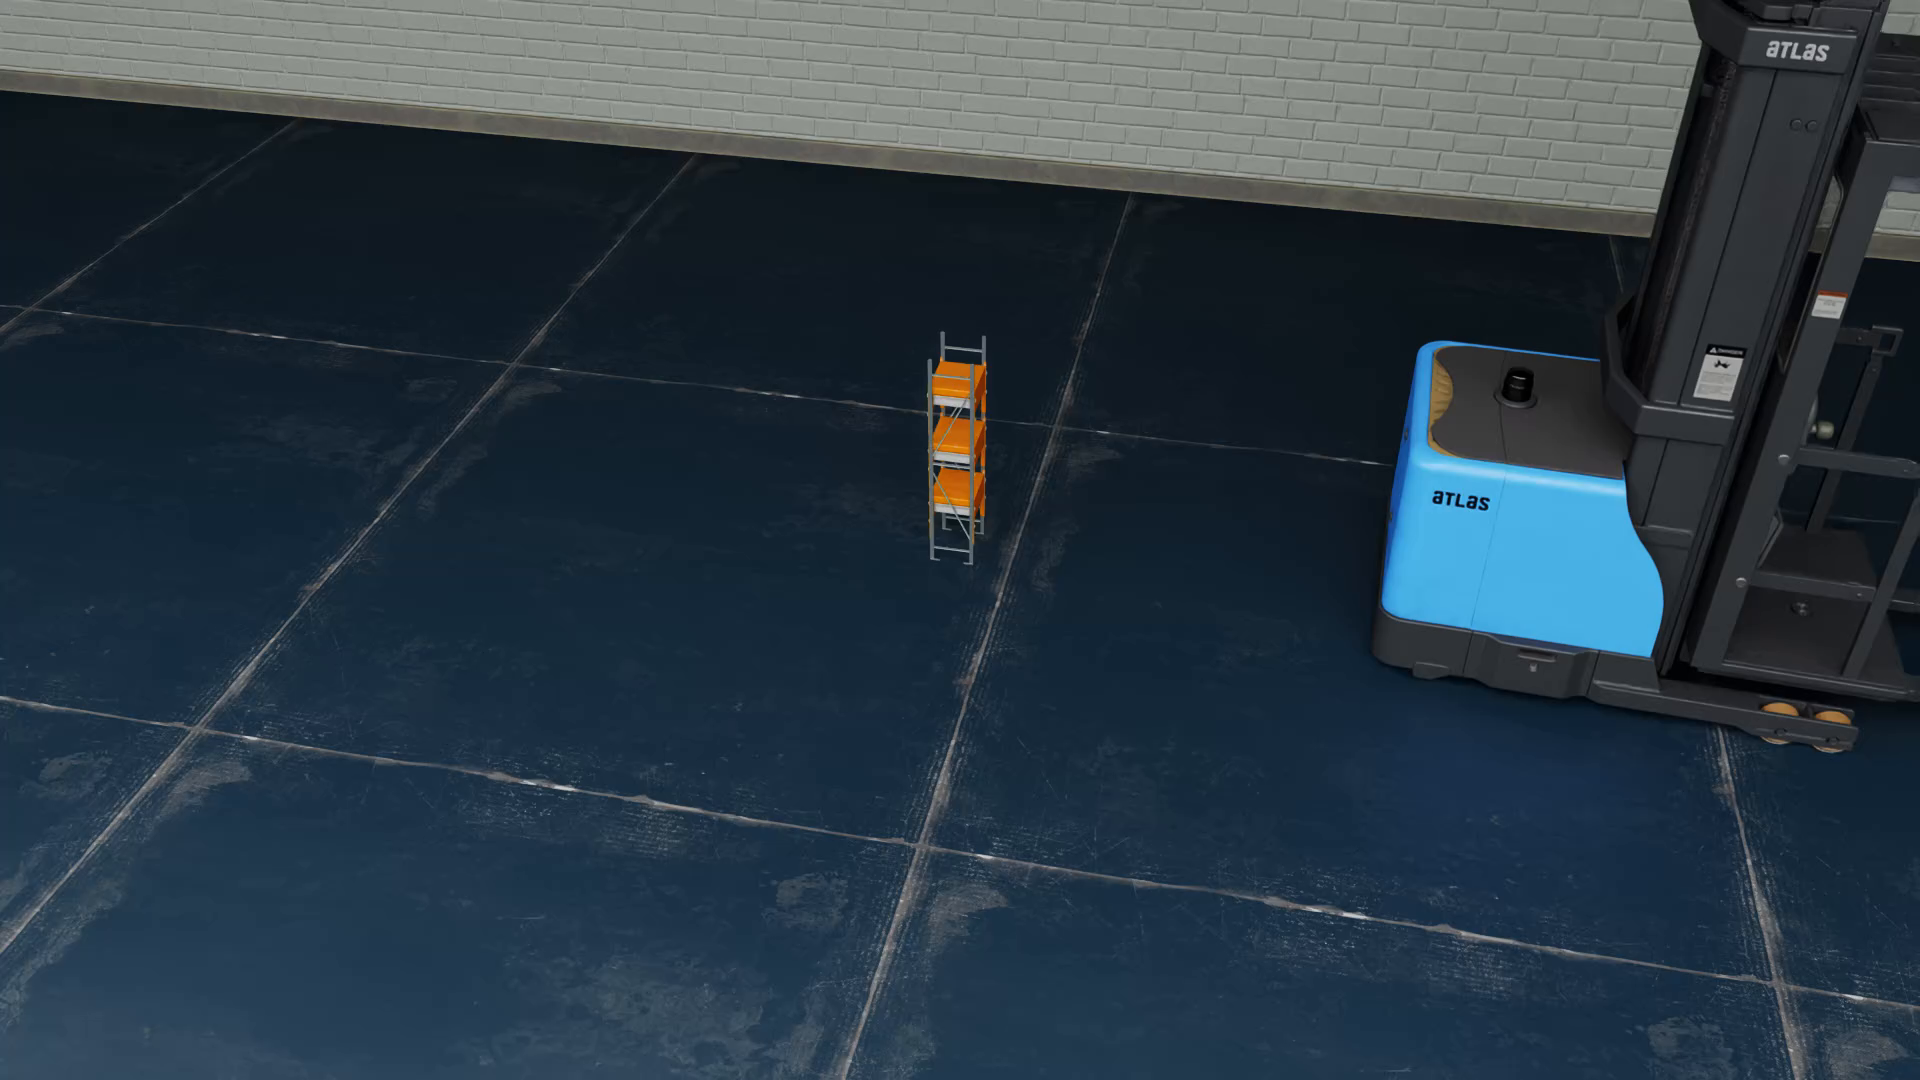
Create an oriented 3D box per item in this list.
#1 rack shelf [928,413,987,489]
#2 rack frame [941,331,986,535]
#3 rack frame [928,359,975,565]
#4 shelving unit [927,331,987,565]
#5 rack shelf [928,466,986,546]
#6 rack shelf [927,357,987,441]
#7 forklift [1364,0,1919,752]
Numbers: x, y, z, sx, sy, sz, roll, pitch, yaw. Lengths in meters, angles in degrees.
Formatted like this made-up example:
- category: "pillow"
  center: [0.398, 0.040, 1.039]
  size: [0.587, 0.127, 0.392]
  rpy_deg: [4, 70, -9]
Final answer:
- category: "rack shelf"
  center: [-0.011, -0.386, 7.406]
  size: [0.215, 0.259, 0.240]
  rpy_deg: [7, 37, 10]
- category: "rack frame"
  center: [0.015, -0.464, 7.496]
  size: [0.200, 1.050, 0.008]
  rpy_deg: [7, 37, 10]
- category: "rack frame"
  center: [-0.037, -0.324, 7.303]
  size: [0.200, 1.050, 0.008]
  rpy_deg: [7, 37, 10]
- category: "shelving unit"
  center: [-0.011, -0.394, 7.400]
  size: [0.215, 1.050, 0.252]
  rpy_deg: [7, 37, 10]
- category: "rack shelf"
  center: [-0.011, -0.161, 7.569]
  size: [0.215, 0.259, 0.240]
  rpy_deg: [7, 37, 10]
- category: "rack shelf"
  center: [-0.011, -0.616, 7.239]
  size: [0.215, 0.259, 0.240]
  rpy_deg: [7, 37, 10]
- category: "forklift"
  center: [3.275, -0.695, 6.211]
  size: [3.031, 2.935, 1.130]
  rpy_deg: [9, 37, 12]
